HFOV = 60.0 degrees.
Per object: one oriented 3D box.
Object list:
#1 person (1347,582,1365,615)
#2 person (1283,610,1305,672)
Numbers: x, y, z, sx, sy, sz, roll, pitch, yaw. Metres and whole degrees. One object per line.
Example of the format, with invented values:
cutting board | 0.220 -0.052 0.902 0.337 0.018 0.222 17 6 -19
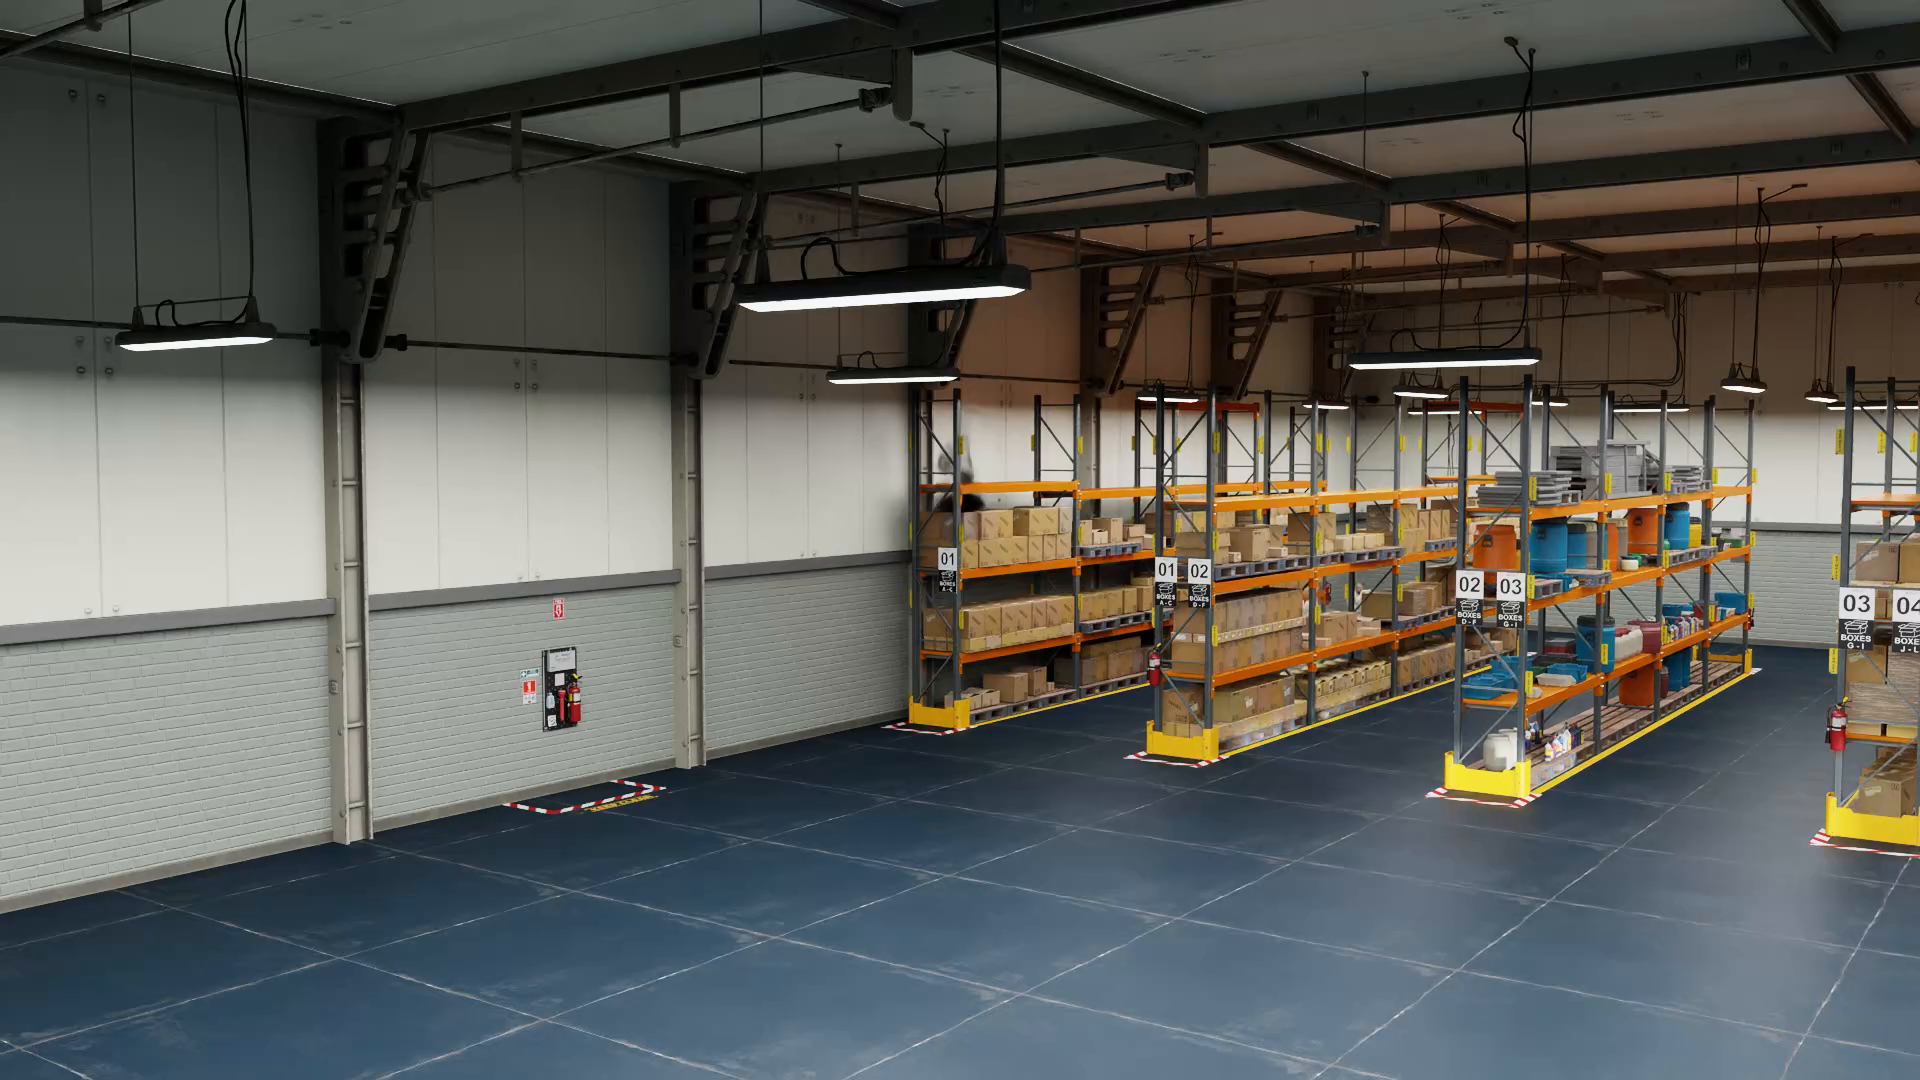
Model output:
person | 9.868 1.850 41.041 0.616 1.654 0.606 1 3 19
person | 7.272 2.058 36.655 0.710 1.741 0.715 2 4 29
